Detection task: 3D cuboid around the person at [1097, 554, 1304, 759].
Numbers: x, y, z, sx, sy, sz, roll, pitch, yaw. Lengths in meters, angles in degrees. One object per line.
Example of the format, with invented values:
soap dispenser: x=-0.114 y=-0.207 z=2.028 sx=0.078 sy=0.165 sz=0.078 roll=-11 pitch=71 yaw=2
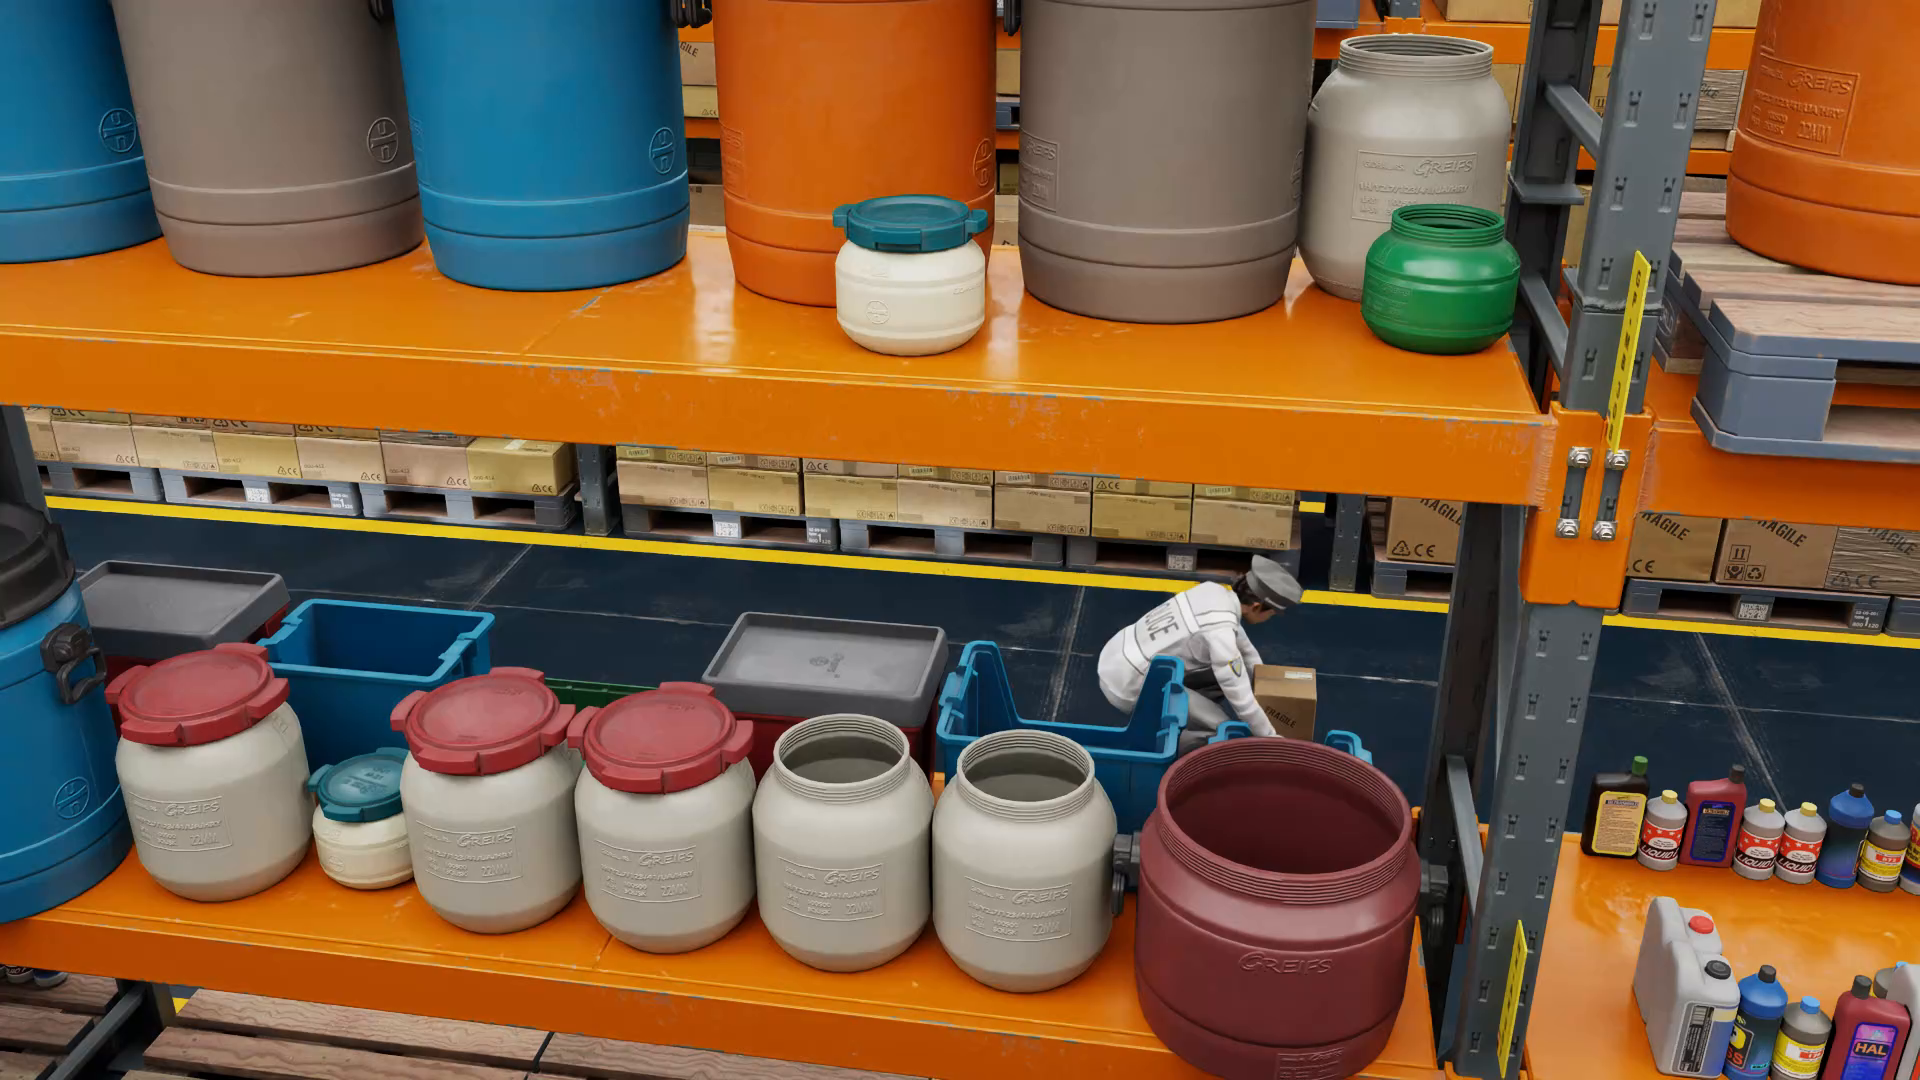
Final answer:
person: x=0.982 y=0.523 z=6.828 sx=0.822 sy=0.964 sz=0.495 roll=4 pitch=25 yaw=9
